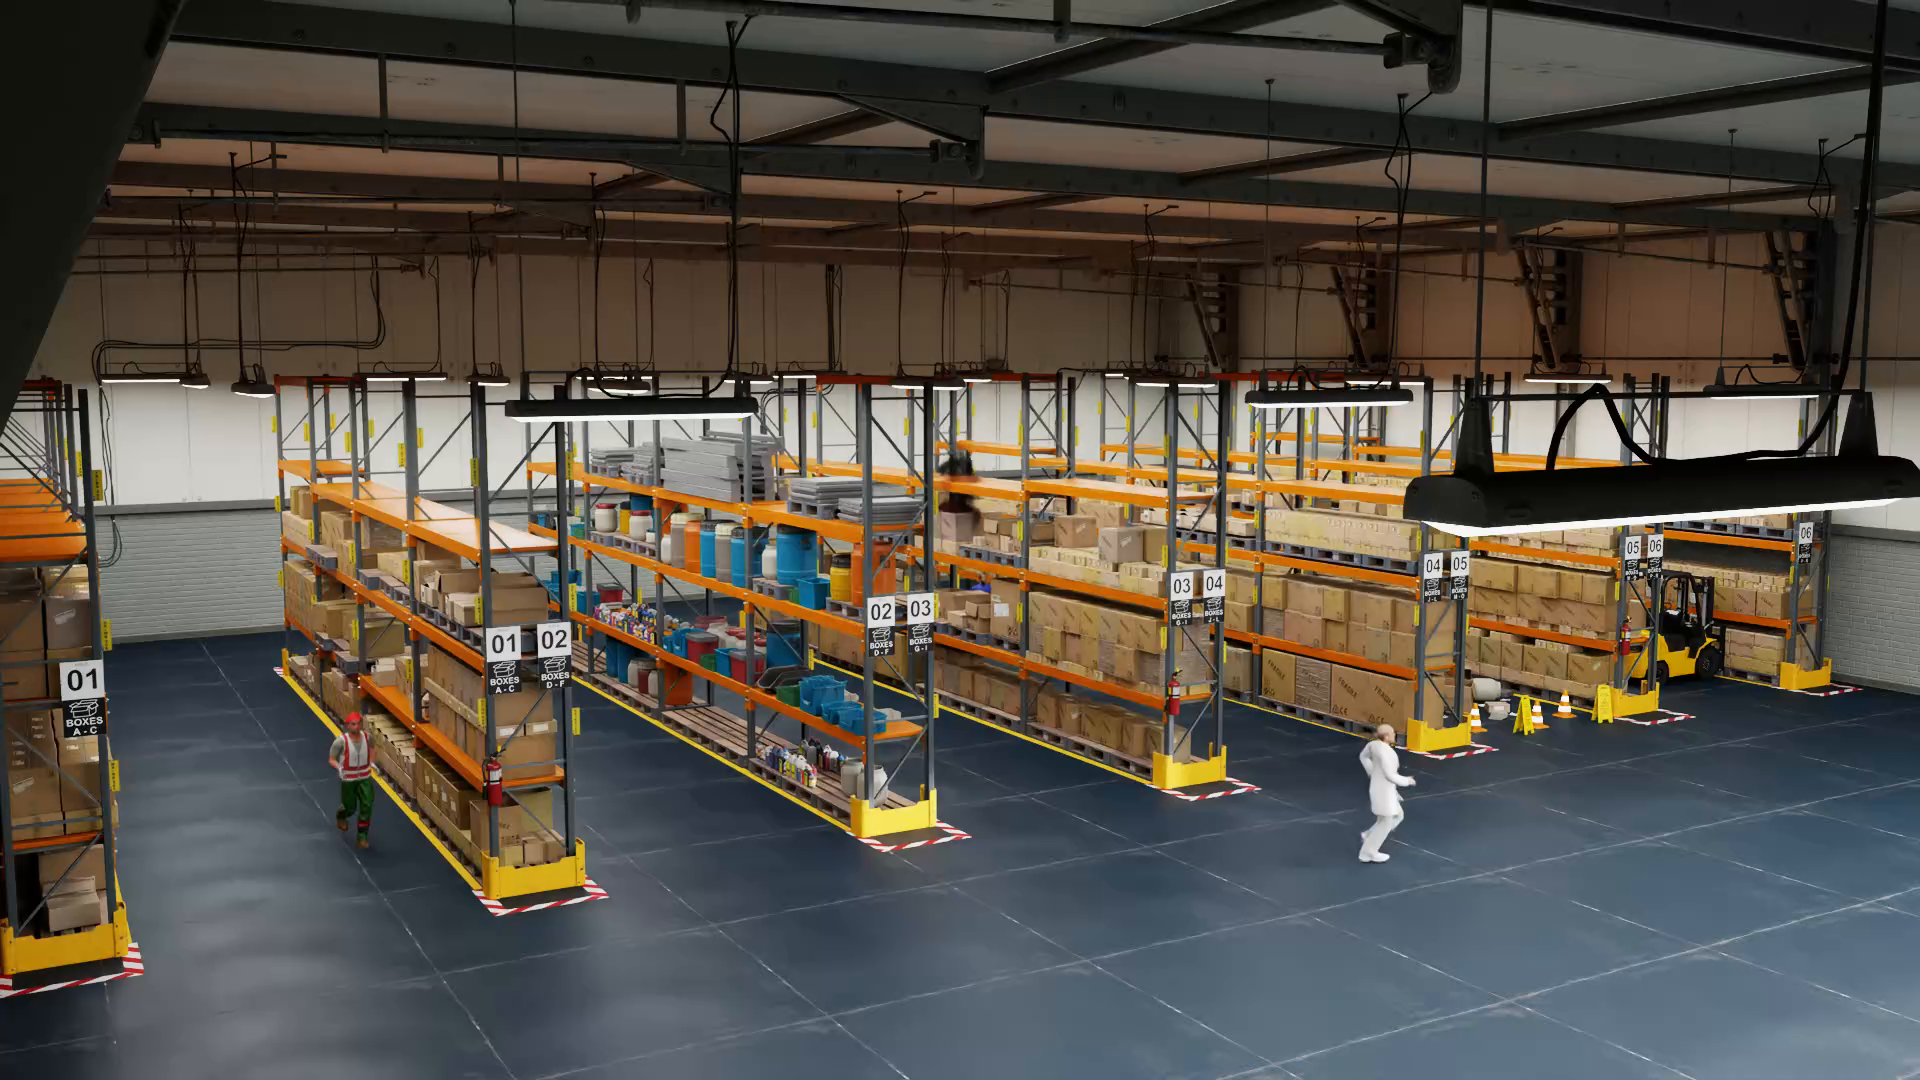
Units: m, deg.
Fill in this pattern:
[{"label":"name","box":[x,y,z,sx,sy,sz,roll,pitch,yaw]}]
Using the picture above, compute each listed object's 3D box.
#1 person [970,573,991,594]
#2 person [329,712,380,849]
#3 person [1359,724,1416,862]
[{"label":"person","box":[0.499,1.530,36.393,0.586,1.628,0.872,-4,7,-30]},{"label":"person","box":[-7.890,3.091,21.655,0.643,1.758,0.873,-5,8,-38]},{"label":"person","box":[5.366,3.197,20.902,0.680,1.712,0.747,0,6,2]}]
